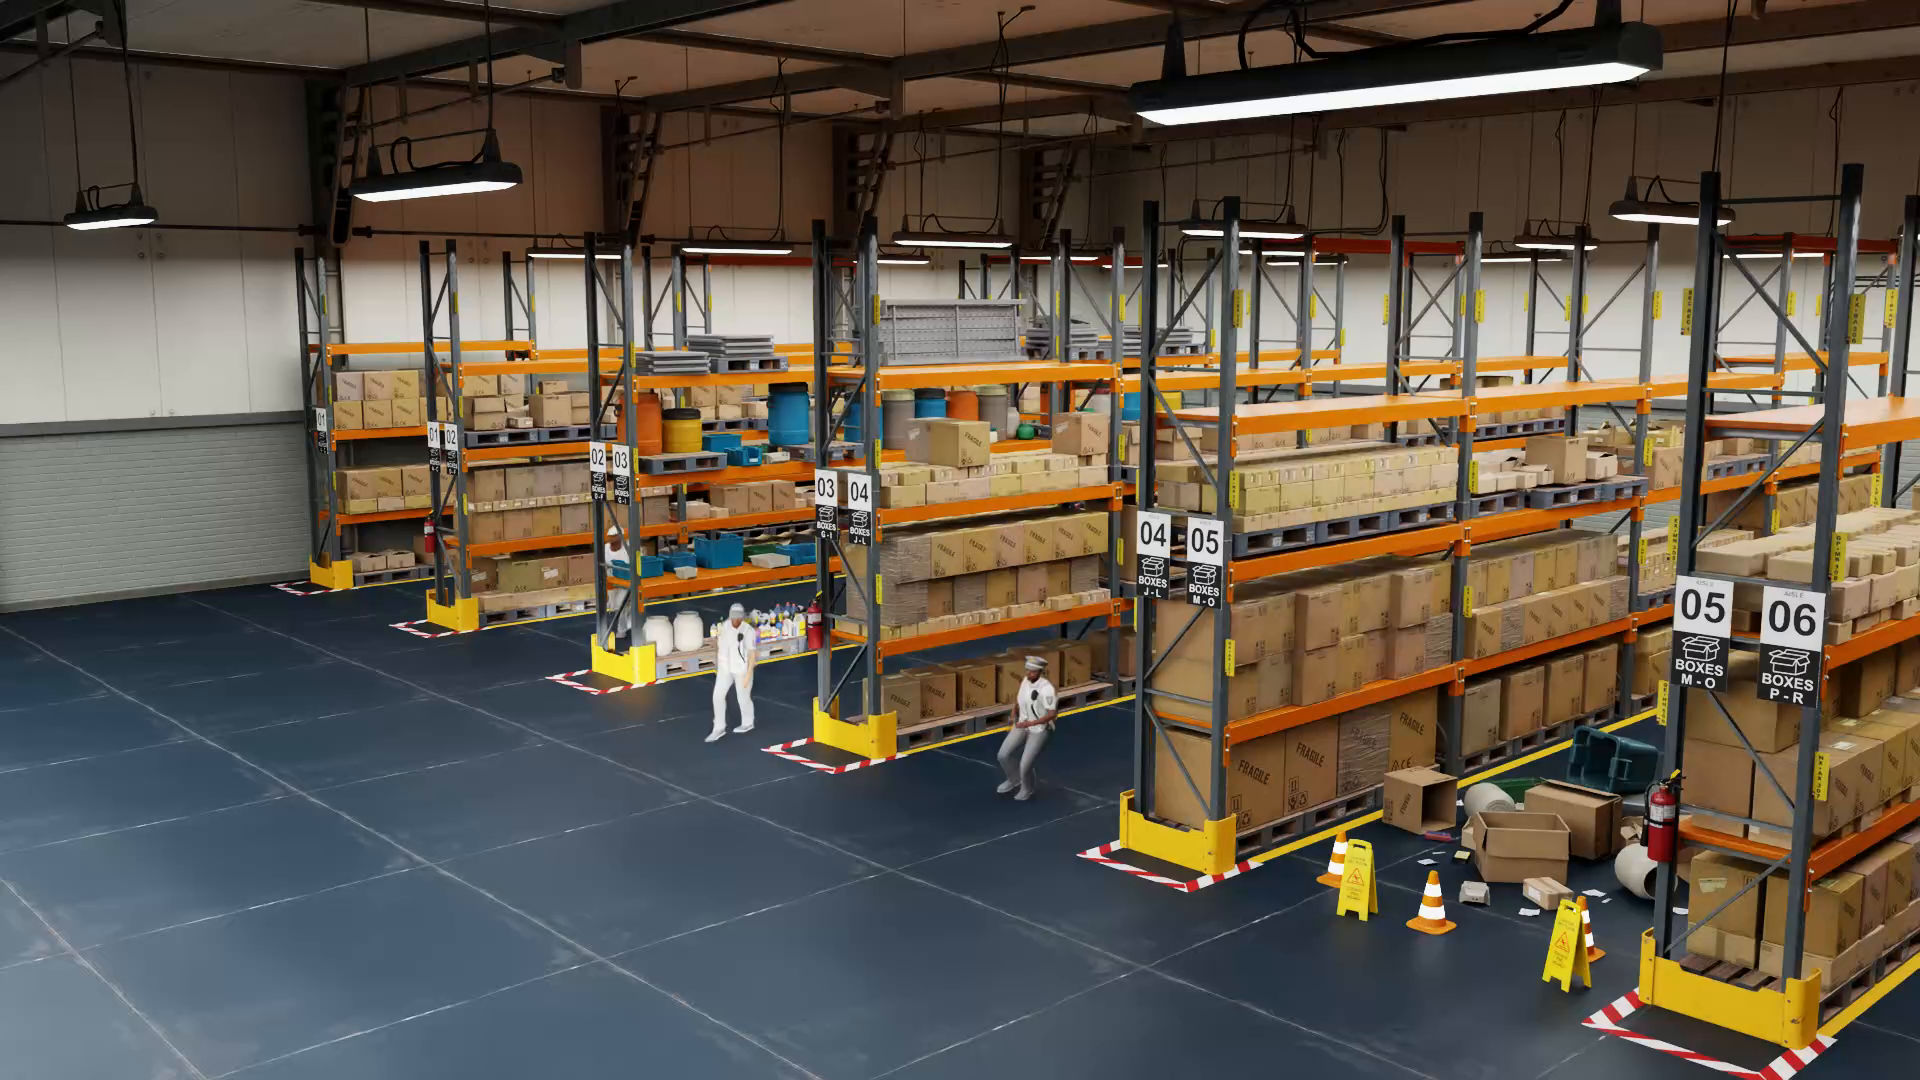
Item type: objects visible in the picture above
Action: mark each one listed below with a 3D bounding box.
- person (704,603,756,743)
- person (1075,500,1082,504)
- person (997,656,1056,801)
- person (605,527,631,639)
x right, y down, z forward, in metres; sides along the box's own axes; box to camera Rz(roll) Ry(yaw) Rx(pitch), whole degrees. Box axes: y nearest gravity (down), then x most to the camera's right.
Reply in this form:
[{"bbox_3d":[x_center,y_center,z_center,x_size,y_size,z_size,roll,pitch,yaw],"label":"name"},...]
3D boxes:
[{"bbox_3d":[-2.629,1.525,19.505,0.589,1.657,0.663,2,9,16],"label":"person"},{"bbox_3d":[2.588,-0.403,32.862,0.995,1.515,0.620,-6,10,-37],"label":"person"},{"bbox_3d":[0.662,1.933,16.952,0.764,1.596,0.629,6,10,37],"label":"person"},{"bbox_3d":[-5.162,0.623,25.347,0.701,1.713,0.761,3,9,17],"label":"person"}]
